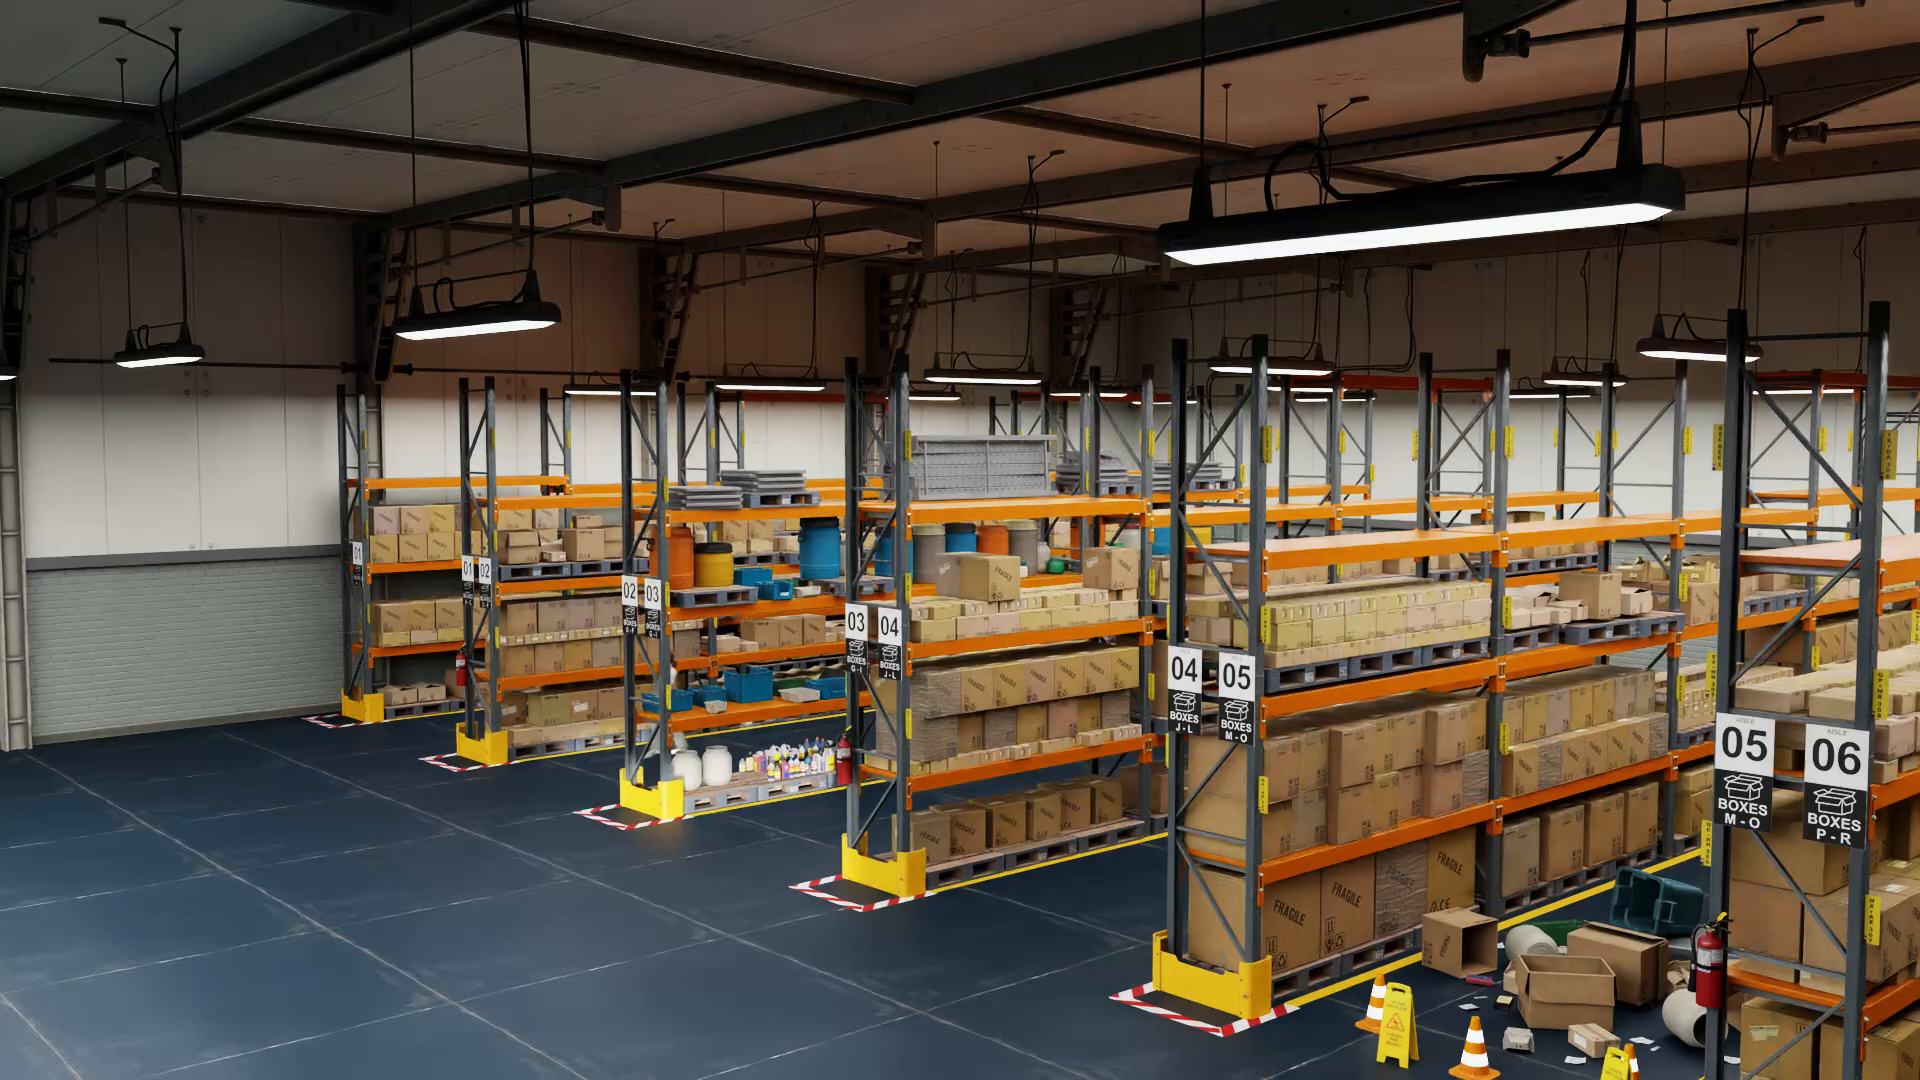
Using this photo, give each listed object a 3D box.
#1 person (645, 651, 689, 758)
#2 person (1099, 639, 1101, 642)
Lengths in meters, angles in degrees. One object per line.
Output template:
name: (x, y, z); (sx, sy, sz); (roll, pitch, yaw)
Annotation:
person: (-4.693, 2.611, 26.396); (0.771, 1.687, 0.459); (-2, 4, -33)
person: (2.472, 2.275, 31.234); (0.620, 1.687, 0.700); (-2, 4, -33)
